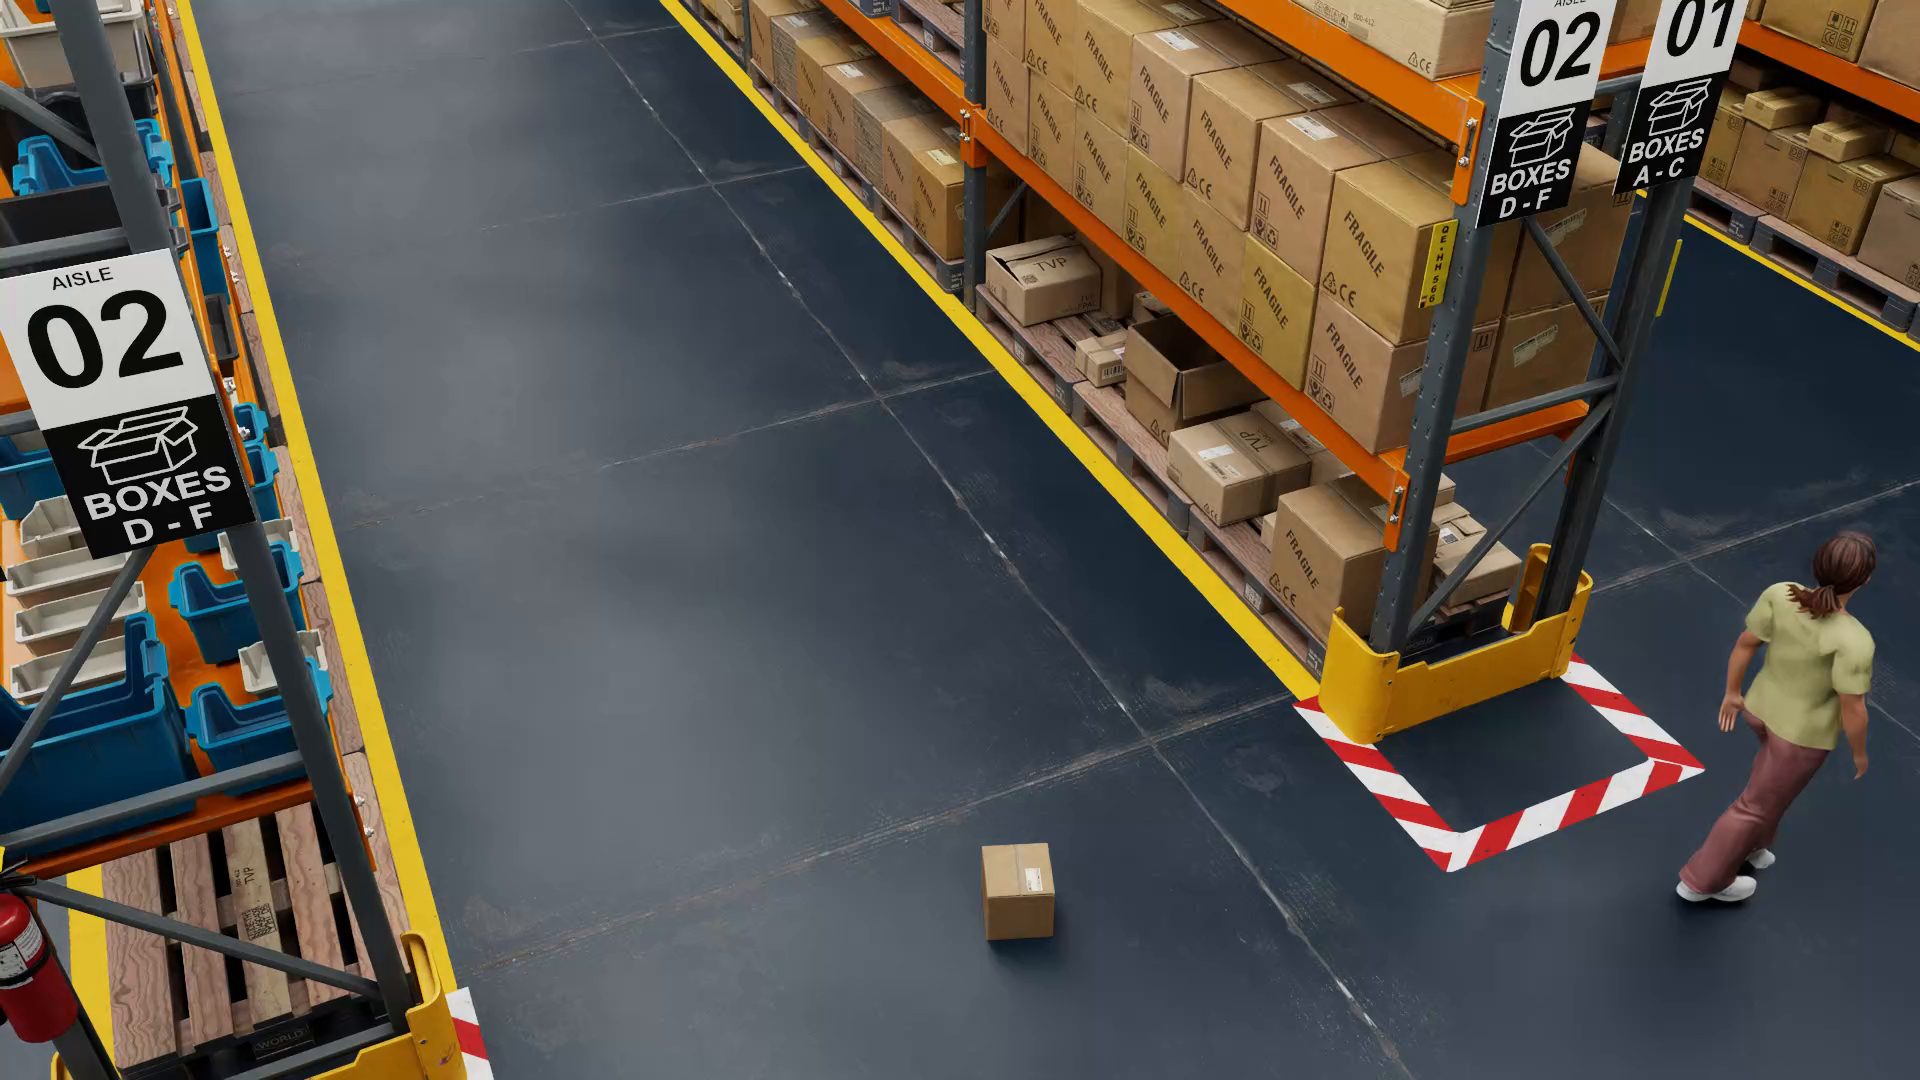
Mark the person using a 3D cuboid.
[{"bbox_3d":[3.002,0.693,5.984,0.538,1.709,0.486,-11,39,-14],"label":"person"}]
